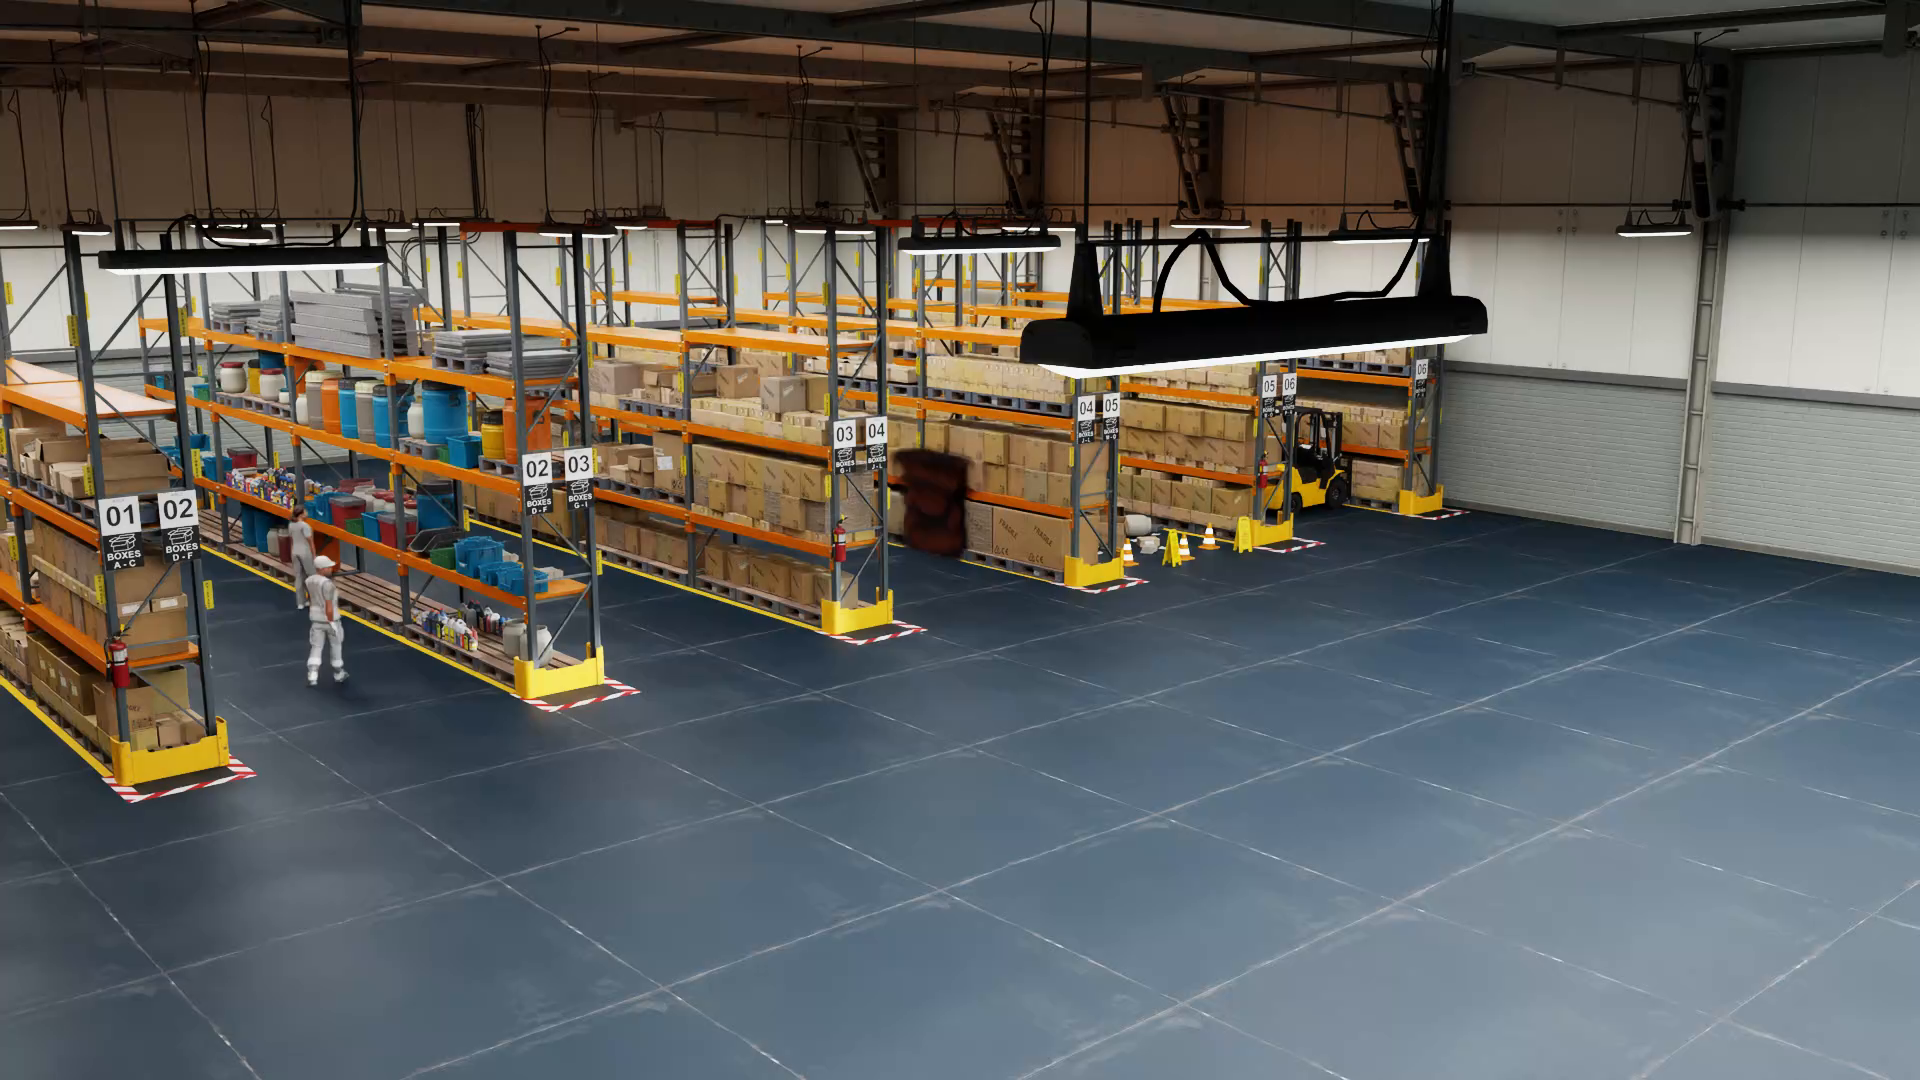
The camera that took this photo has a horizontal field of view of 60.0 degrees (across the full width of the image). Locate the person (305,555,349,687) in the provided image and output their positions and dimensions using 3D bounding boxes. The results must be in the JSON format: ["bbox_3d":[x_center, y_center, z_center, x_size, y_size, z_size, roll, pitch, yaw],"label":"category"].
[{"bbox_3d":[-8.456,1.073,22.111,0.511,1.789,0.778,2,12,10],"label":"person"}]

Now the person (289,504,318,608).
[{"bbox_3d":[-10.348,0.253,26.322,0.490,1.673,0.415,5,13,24],"label":"person"}]
